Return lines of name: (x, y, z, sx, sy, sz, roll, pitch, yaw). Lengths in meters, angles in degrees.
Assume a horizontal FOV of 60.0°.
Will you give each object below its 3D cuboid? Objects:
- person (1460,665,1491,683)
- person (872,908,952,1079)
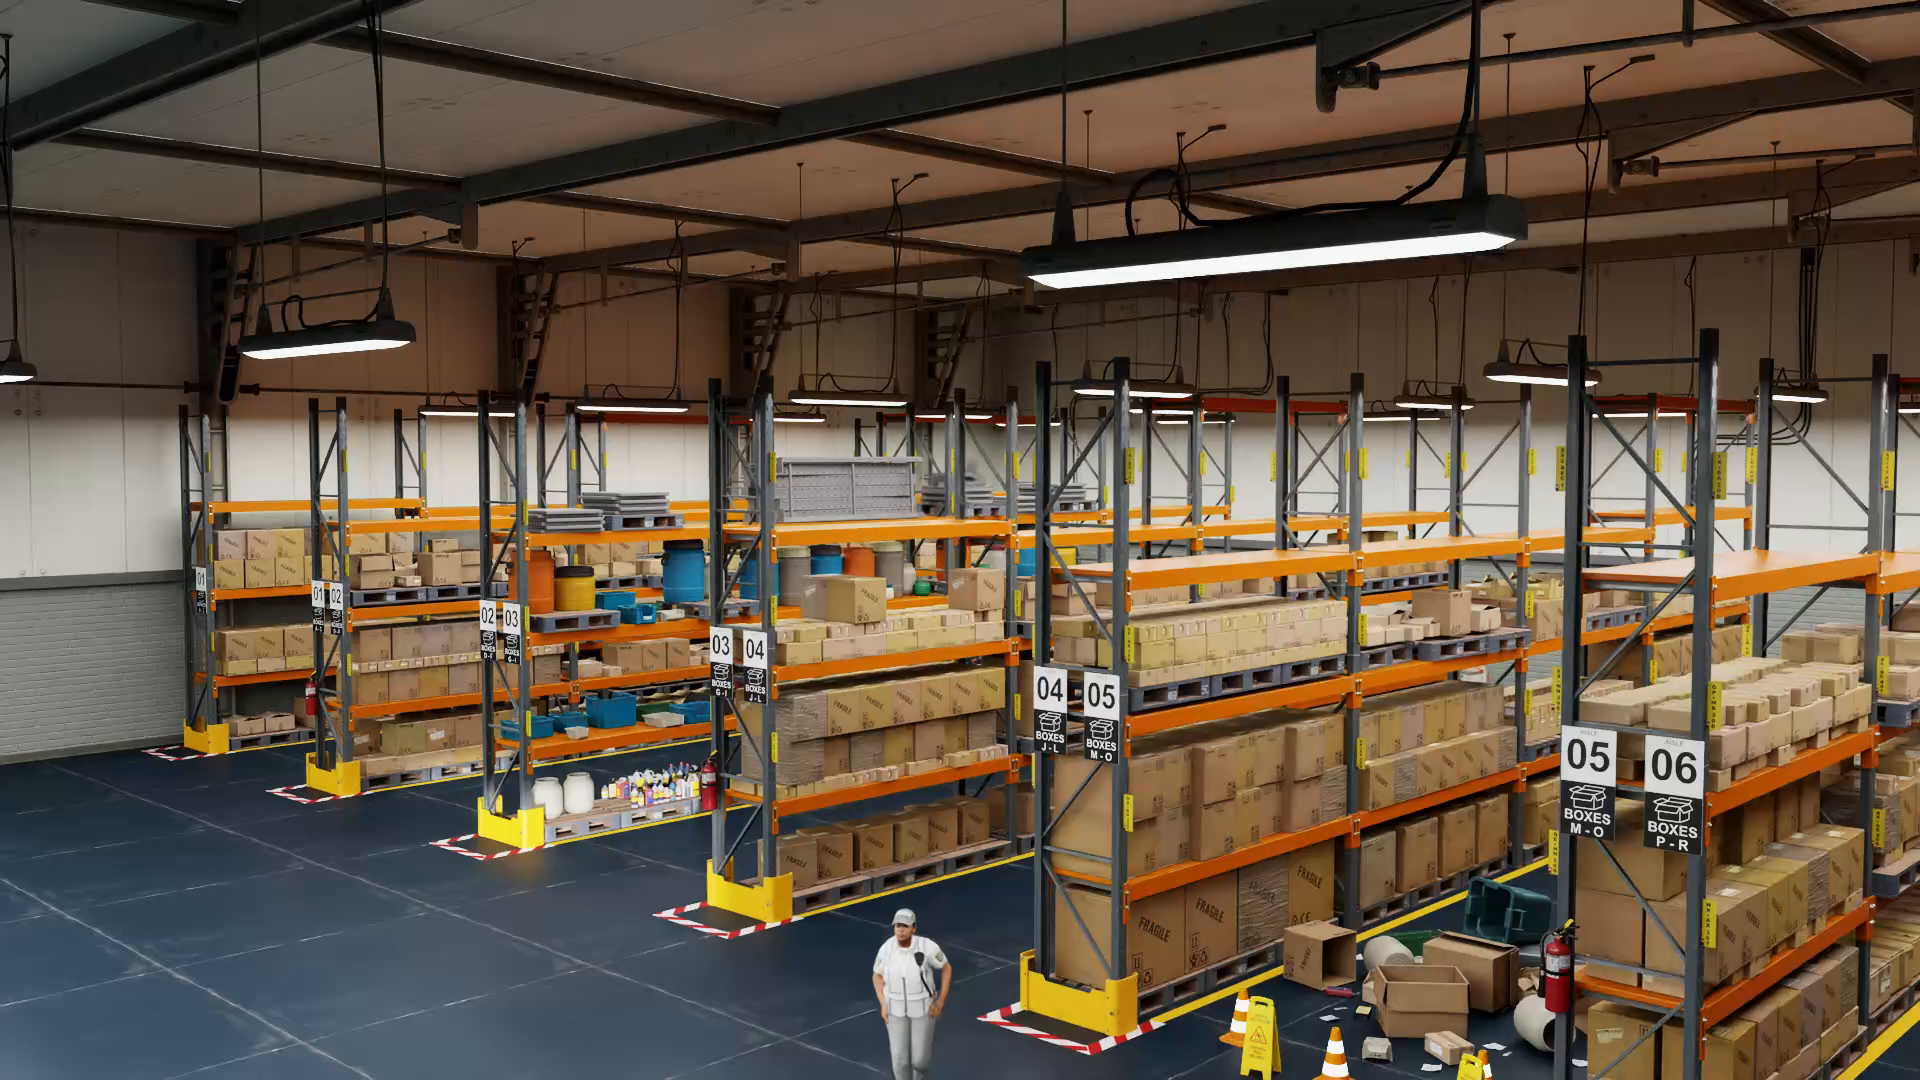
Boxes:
person: (9.616, 2.673, 31.147, 0.687, 1.738, 0.799, -2, 3, -27)
person: (-0.378, 3.677, 13.008, 0.619, 1.625, 0.618, 0, 3, 9)
